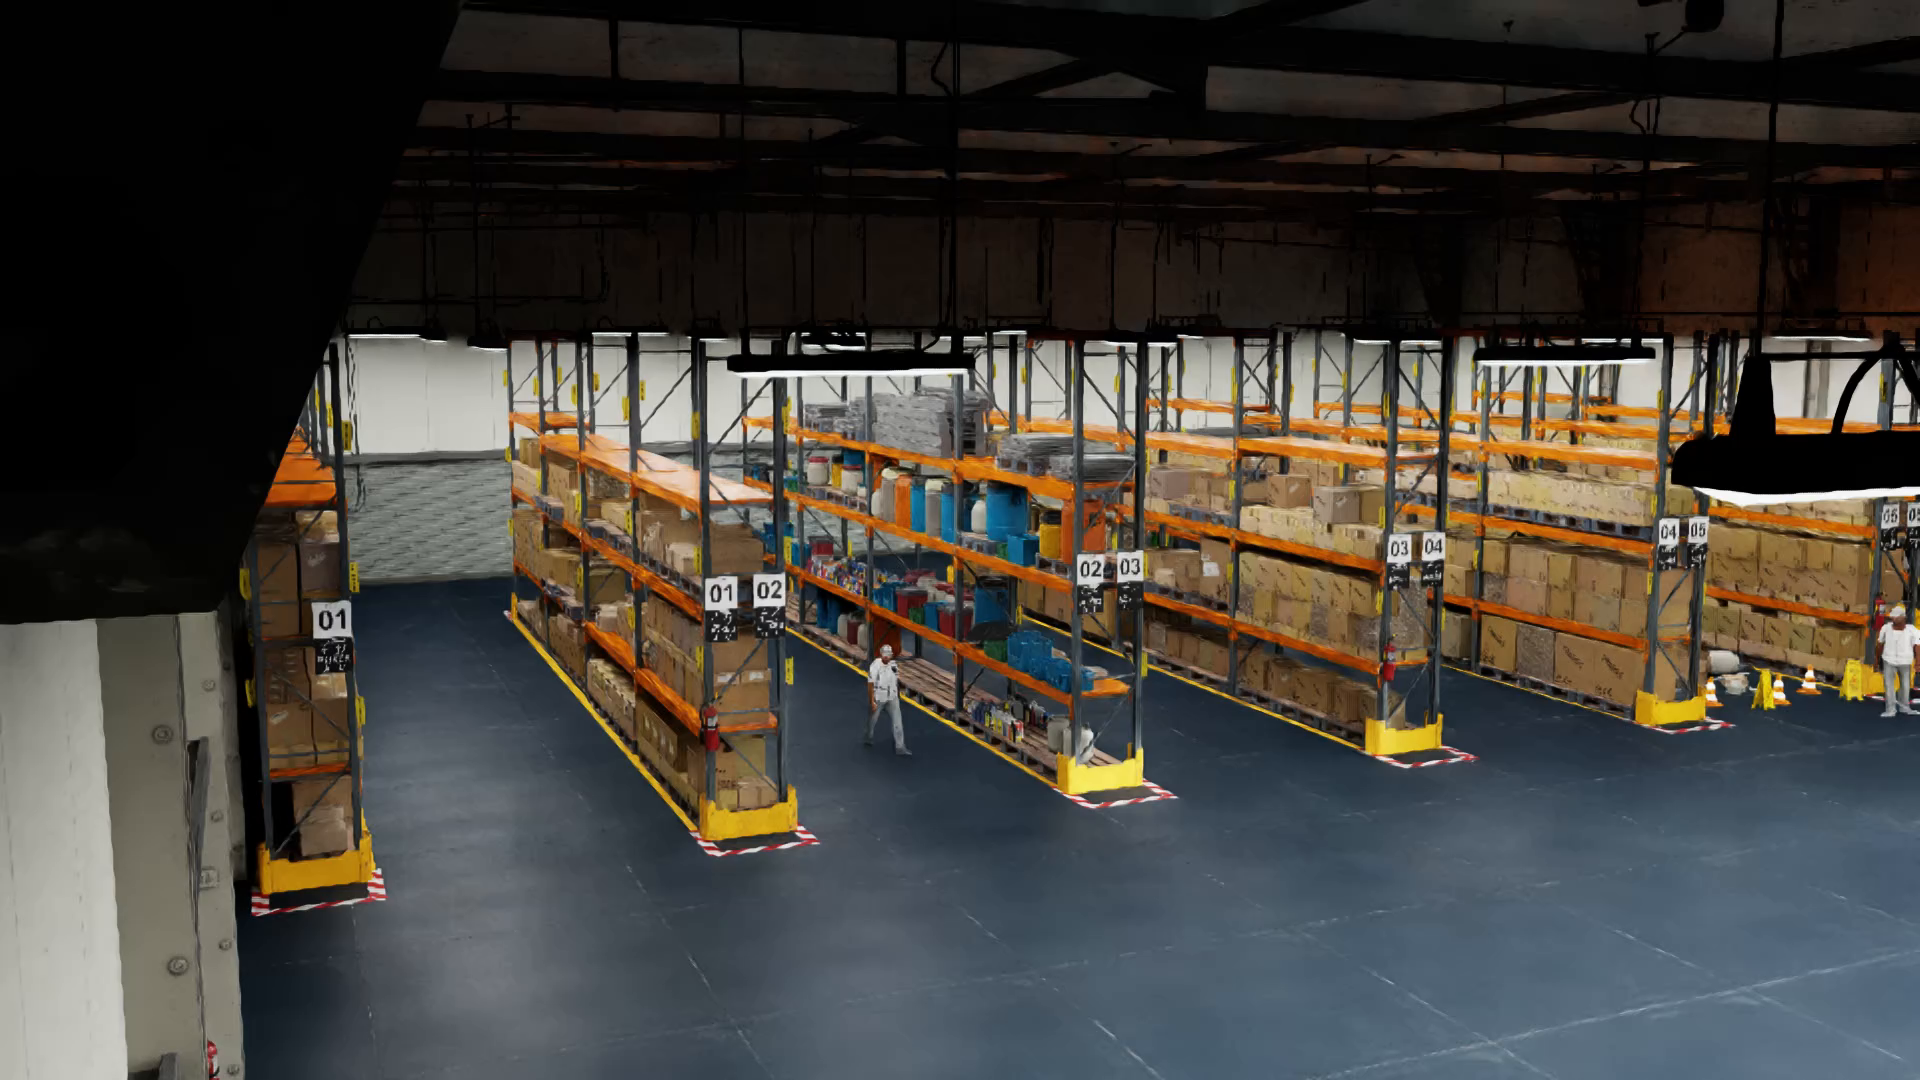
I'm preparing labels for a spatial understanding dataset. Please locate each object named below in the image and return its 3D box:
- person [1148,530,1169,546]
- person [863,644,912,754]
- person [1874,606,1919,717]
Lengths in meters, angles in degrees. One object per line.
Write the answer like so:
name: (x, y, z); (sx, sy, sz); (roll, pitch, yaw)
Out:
person: (4.972, -0.224, 41.744); (0.671, 1.789, 0.631); (7, 11, 42)
person: (-1.100, 2.273, 24.035); (0.497, 1.580, 1.091); (-4, 9, -25)
person: (14.802, 1.909, 26.242); (0.661, 1.758, 0.550); (6, 10, 37)
